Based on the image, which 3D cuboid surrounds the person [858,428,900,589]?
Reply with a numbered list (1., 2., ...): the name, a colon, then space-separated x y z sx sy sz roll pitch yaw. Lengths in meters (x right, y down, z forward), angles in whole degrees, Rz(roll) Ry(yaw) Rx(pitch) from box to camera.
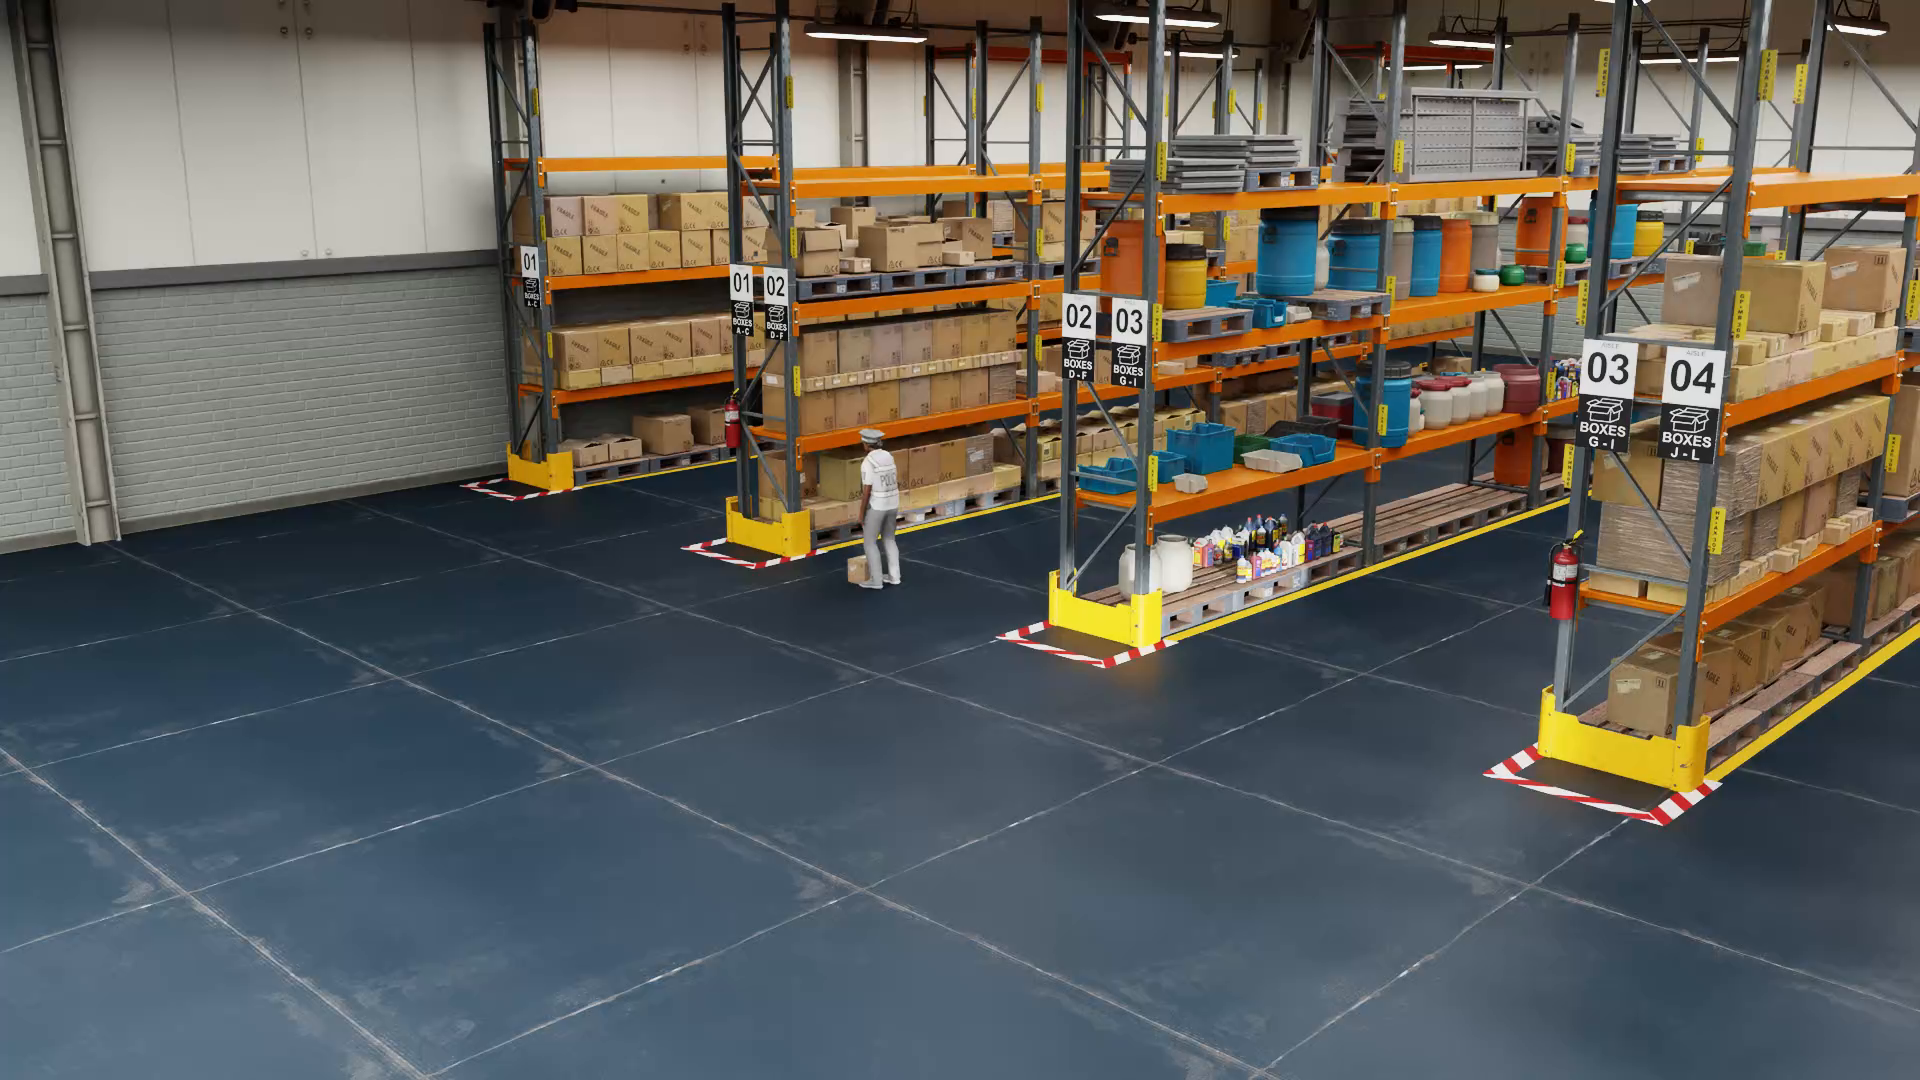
1. person: -0.841 -0.324 17.320 0.391 1.656 0.531 12 18 40
